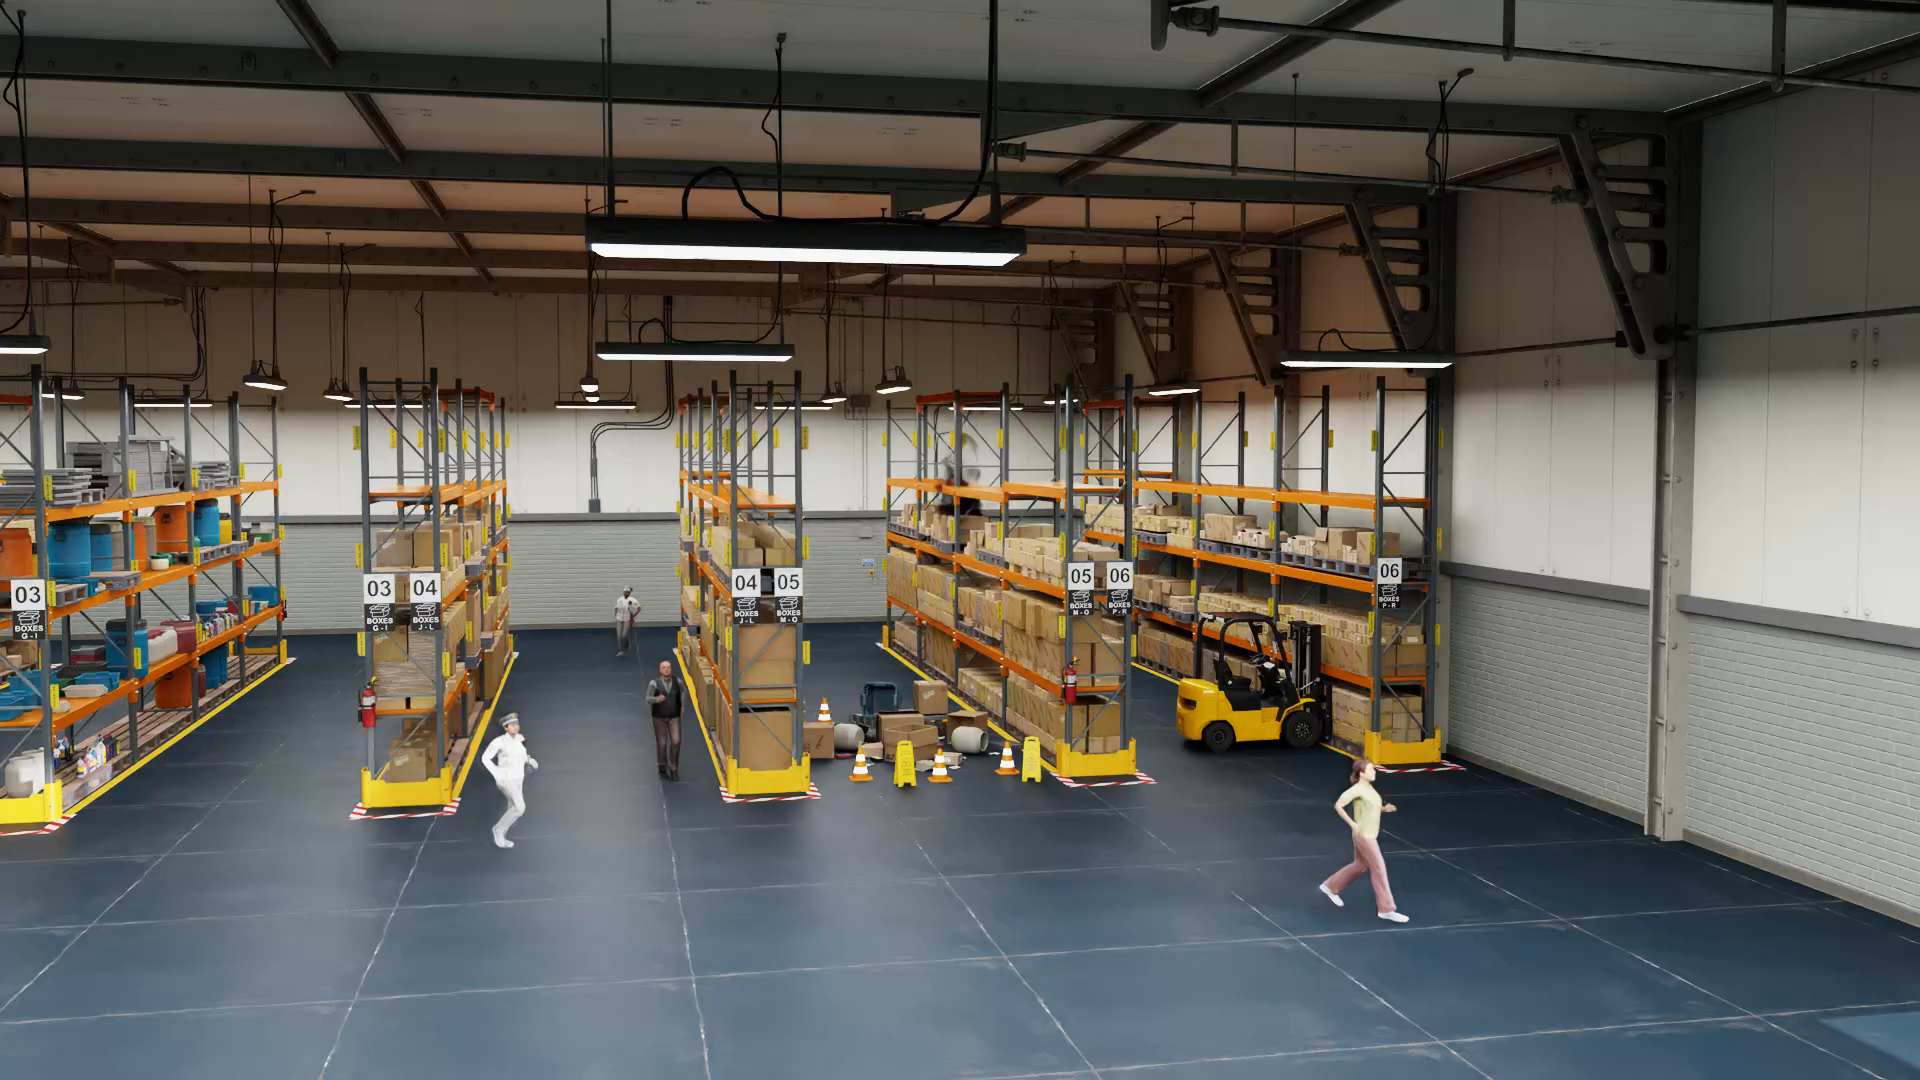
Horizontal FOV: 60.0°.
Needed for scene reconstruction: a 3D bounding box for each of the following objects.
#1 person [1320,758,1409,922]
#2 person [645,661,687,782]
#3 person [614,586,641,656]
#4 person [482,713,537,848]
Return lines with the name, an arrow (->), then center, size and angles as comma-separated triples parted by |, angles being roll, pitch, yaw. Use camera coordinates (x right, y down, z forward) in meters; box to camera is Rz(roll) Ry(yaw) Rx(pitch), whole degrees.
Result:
person -> 4.230, 3.105, 17.399 | 0.969, 1.655, 0.574 | 2, 4, 28
person -> -4.334, 2.680, 24.611 | 0.639, 1.780, 0.725 | -1, 4, -15
person -> -7.752, 1.881, 38.534 | 0.590, 1.659, 0.606 | 1, 3, 12
person -> -5.472, 2.946, 20.420 | 0.585, 1.665, 0.593 | 2, 4, 27
